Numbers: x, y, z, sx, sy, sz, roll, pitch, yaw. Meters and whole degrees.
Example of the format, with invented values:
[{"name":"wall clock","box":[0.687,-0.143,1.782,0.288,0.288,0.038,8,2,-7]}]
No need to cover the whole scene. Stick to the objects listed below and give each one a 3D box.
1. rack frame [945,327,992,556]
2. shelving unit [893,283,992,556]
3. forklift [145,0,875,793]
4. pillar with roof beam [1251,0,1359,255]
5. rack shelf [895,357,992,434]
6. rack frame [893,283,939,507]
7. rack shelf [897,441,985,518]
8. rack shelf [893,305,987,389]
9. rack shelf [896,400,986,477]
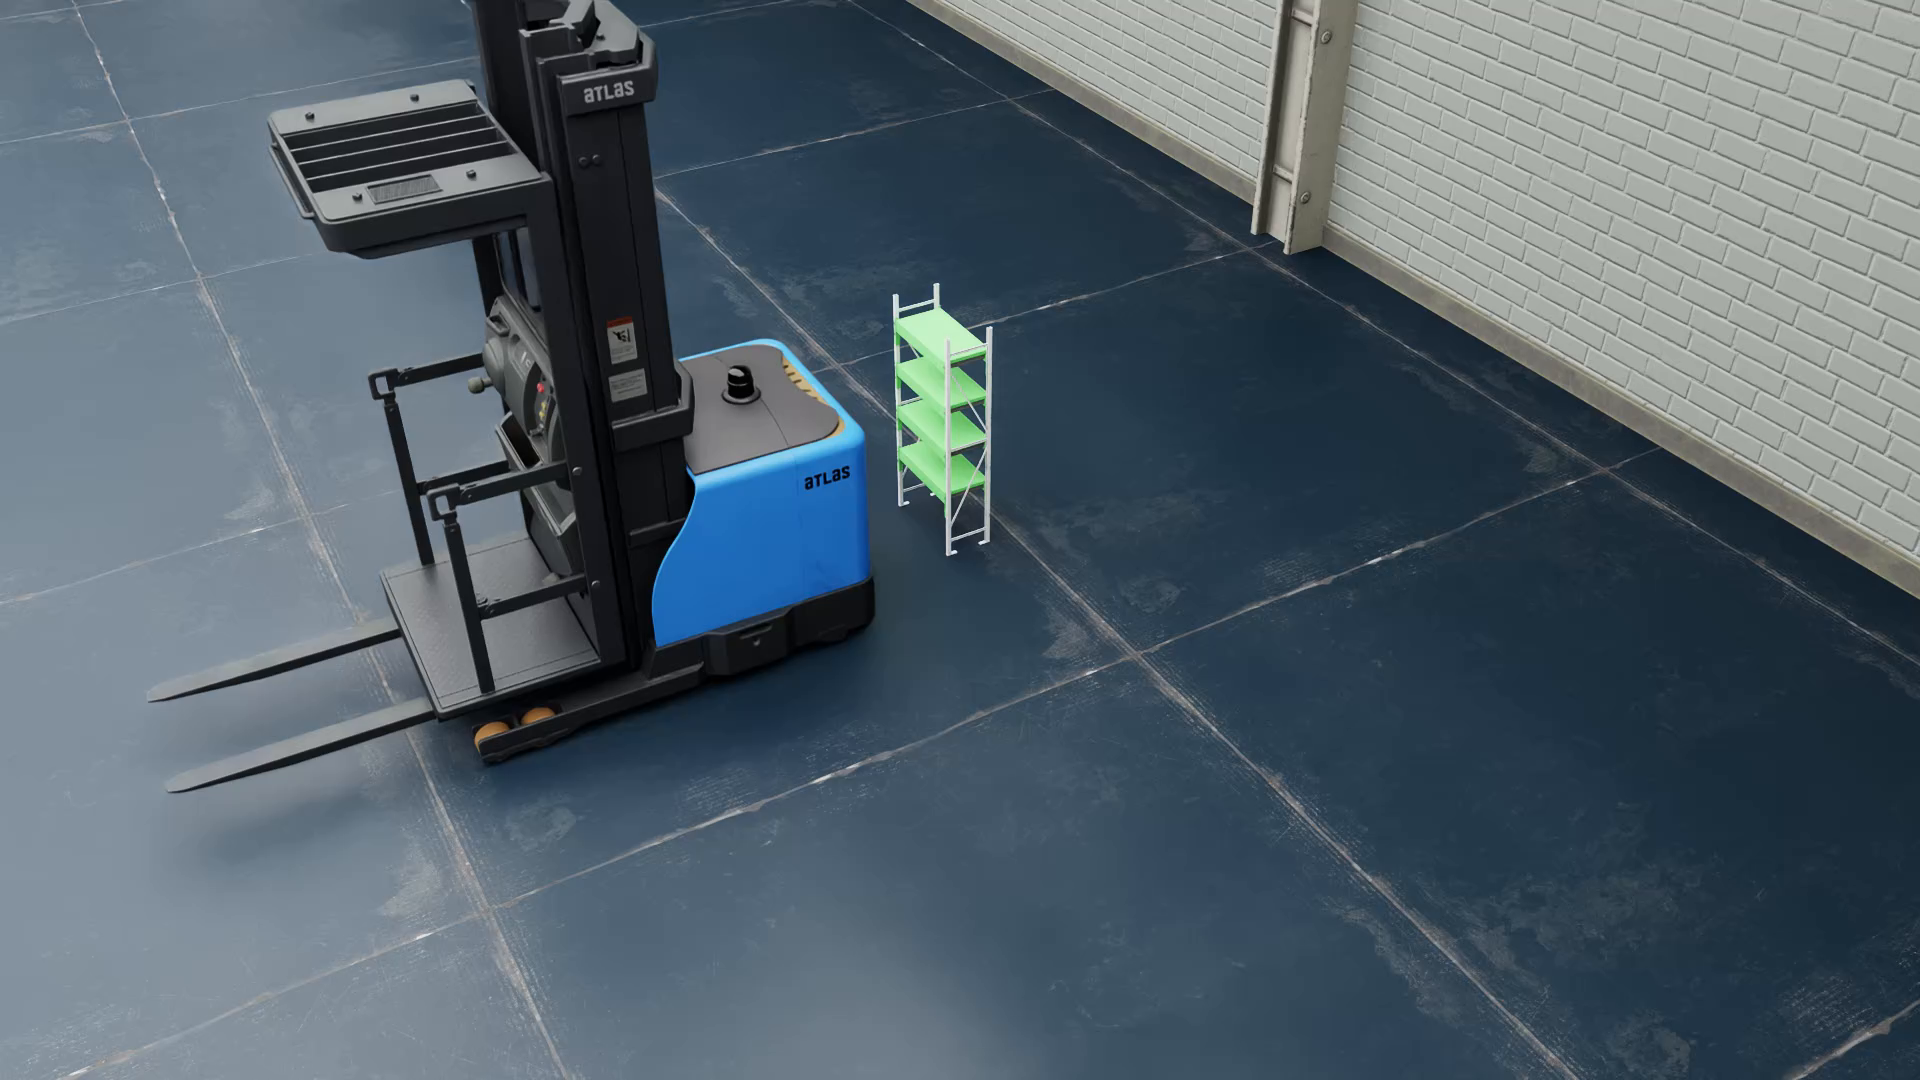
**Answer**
[{"name":"rack frame","box":[0.039,-0.445,7.841,0.240,1.200,0.015,-19,40,-24]},{"name":"shelving unit","box":[-0.083,-0.569,8.012,0.258,1.200,0.503,-19,40,-24]},{"name":"forklift","box":[-1.934,-0.611,6.601,3.031,2.935,1.130,-18,40,-23]},{"name":"pillar with roof beam","box":[-1.561,-4.352,6.580,9.100,9.000,0.400,-19,40,-24]},{"name":"rack shelf","box":[-0.083,-0.711,7.908,0.258,0.148,0.480,-19,40,-24]},{"name":"rack frame","box":[-0.206,-0.693,8.182,0.240,1.200,0.015,-19,40,-24]},{"name":"rack shelf","box":[-0.083,-0.324,8.191,0.258,0.148,0.480,-19,40,-24]},{"name":"rack shelf","box":[-0.083,-0.905,7.766,0.258,0.148,0.480,-19,40,-24]},{"name":"rack shelf","box":[-0.083,-0.517,8.049,0.258,0.148,0.480,-19,40,-24]}]
